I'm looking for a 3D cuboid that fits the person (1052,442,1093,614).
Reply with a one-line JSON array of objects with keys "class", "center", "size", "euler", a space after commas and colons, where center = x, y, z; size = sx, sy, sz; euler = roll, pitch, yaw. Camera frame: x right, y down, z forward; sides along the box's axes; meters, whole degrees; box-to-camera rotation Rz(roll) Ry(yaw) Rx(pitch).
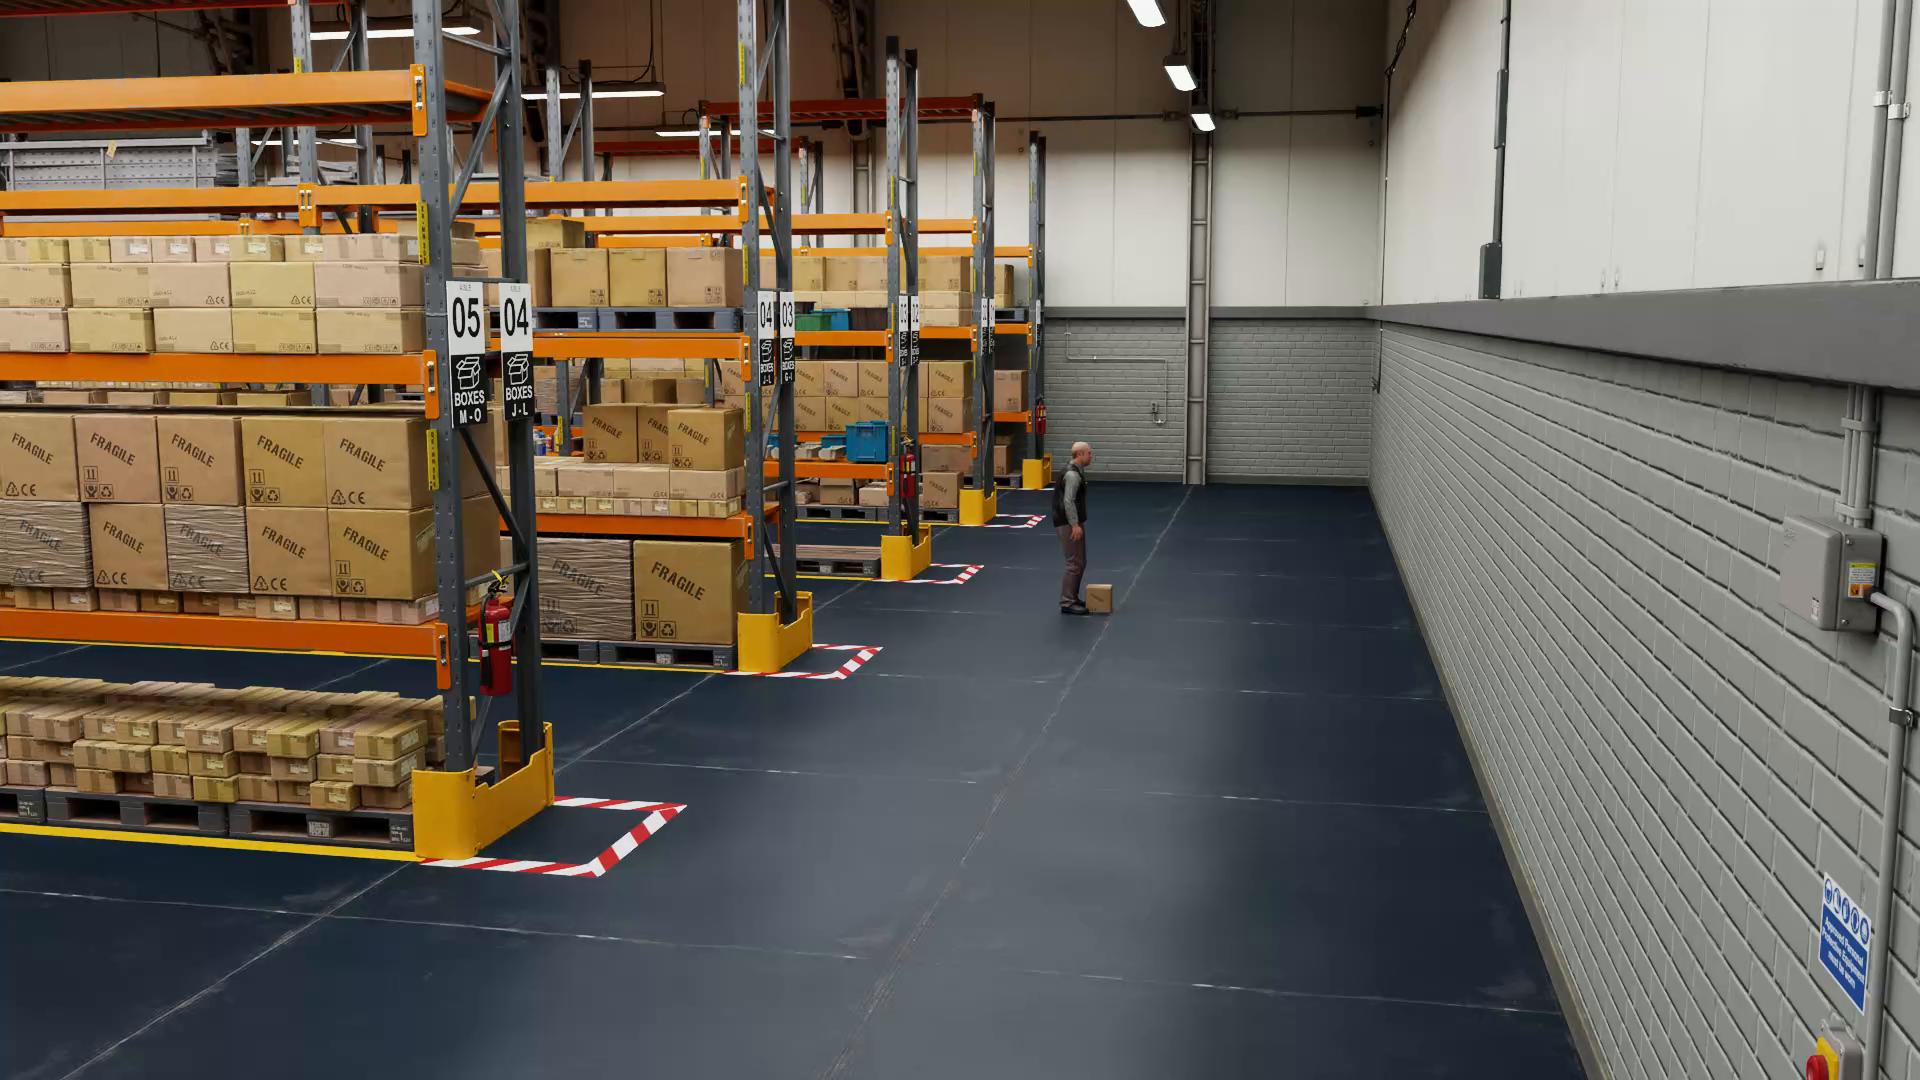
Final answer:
[{"class": "person", "center": [1.144, -0.141, 16.916], "size": [0.423, 1.721, 0.593], "euler": [1, 8, 8]}]
